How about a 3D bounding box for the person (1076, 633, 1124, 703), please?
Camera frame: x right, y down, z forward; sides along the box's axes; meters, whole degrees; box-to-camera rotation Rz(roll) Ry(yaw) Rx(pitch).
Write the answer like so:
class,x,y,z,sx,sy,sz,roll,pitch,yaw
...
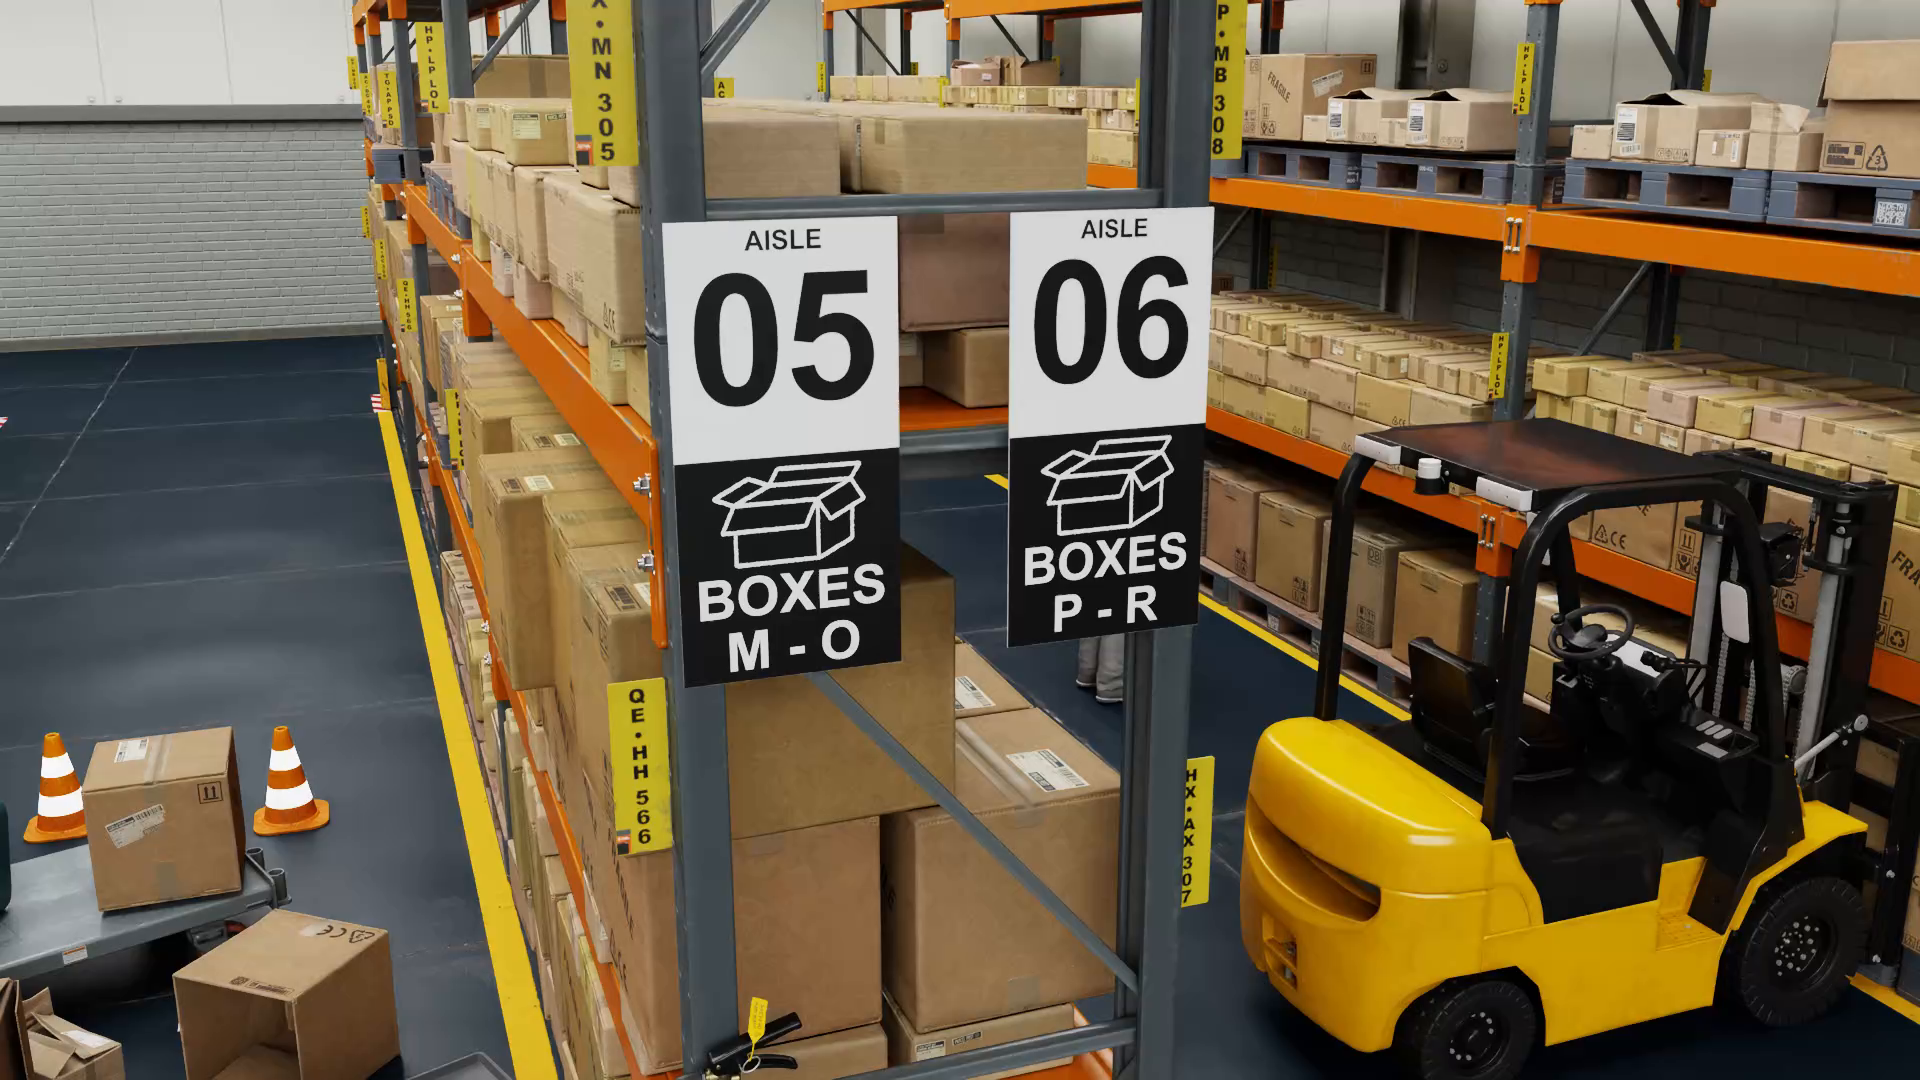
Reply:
class,x,y,z,sx,sy,sz,roll,pitch,yaw
person,0.912,0.017,9.420,0.569,1.766,0.494,-5,16,-19
